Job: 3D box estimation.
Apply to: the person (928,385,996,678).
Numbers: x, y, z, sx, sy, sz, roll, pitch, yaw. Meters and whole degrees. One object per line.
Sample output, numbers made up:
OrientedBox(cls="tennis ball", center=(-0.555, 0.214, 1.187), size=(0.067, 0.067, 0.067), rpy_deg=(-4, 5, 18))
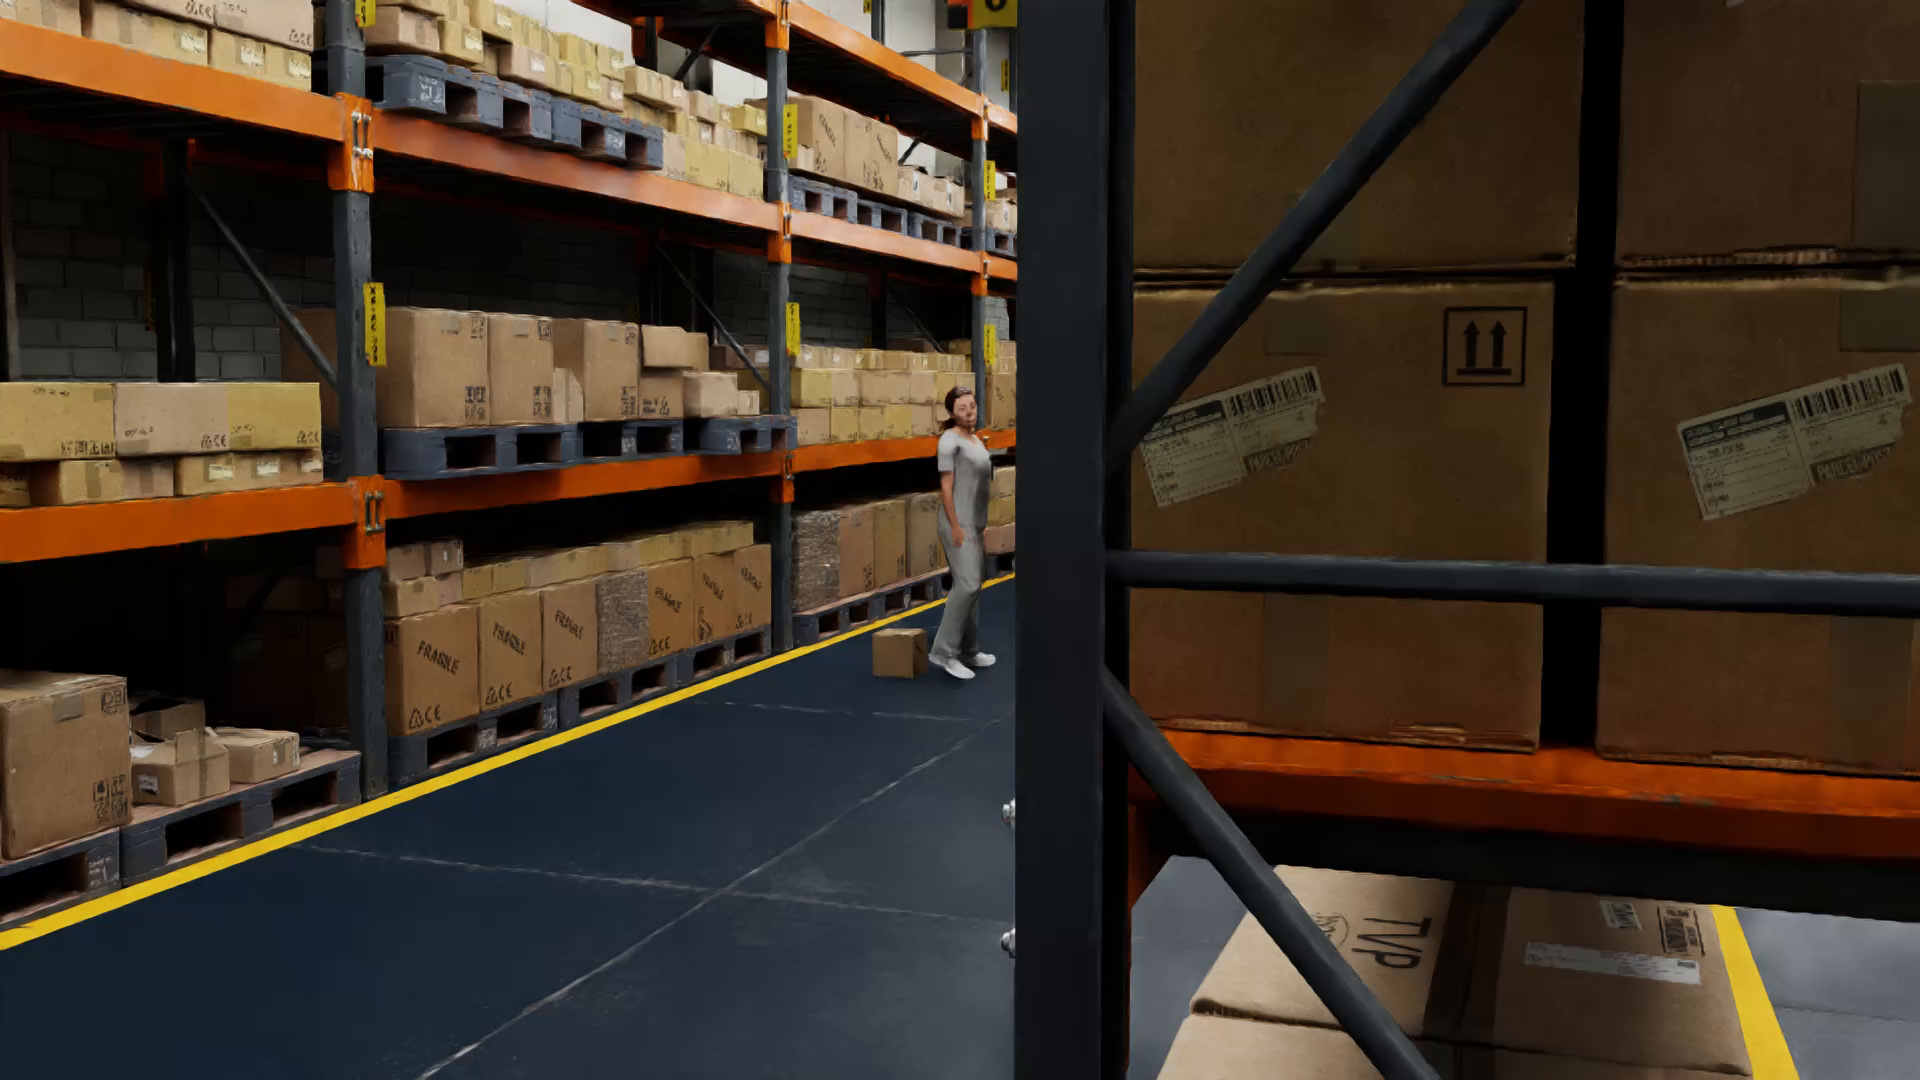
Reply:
OrientedBox(cls="person", center=(0.025, -0.055, 9.772), size=(0.339, 1.703, 0.486), rpy_deg=(2, 6, 23))
